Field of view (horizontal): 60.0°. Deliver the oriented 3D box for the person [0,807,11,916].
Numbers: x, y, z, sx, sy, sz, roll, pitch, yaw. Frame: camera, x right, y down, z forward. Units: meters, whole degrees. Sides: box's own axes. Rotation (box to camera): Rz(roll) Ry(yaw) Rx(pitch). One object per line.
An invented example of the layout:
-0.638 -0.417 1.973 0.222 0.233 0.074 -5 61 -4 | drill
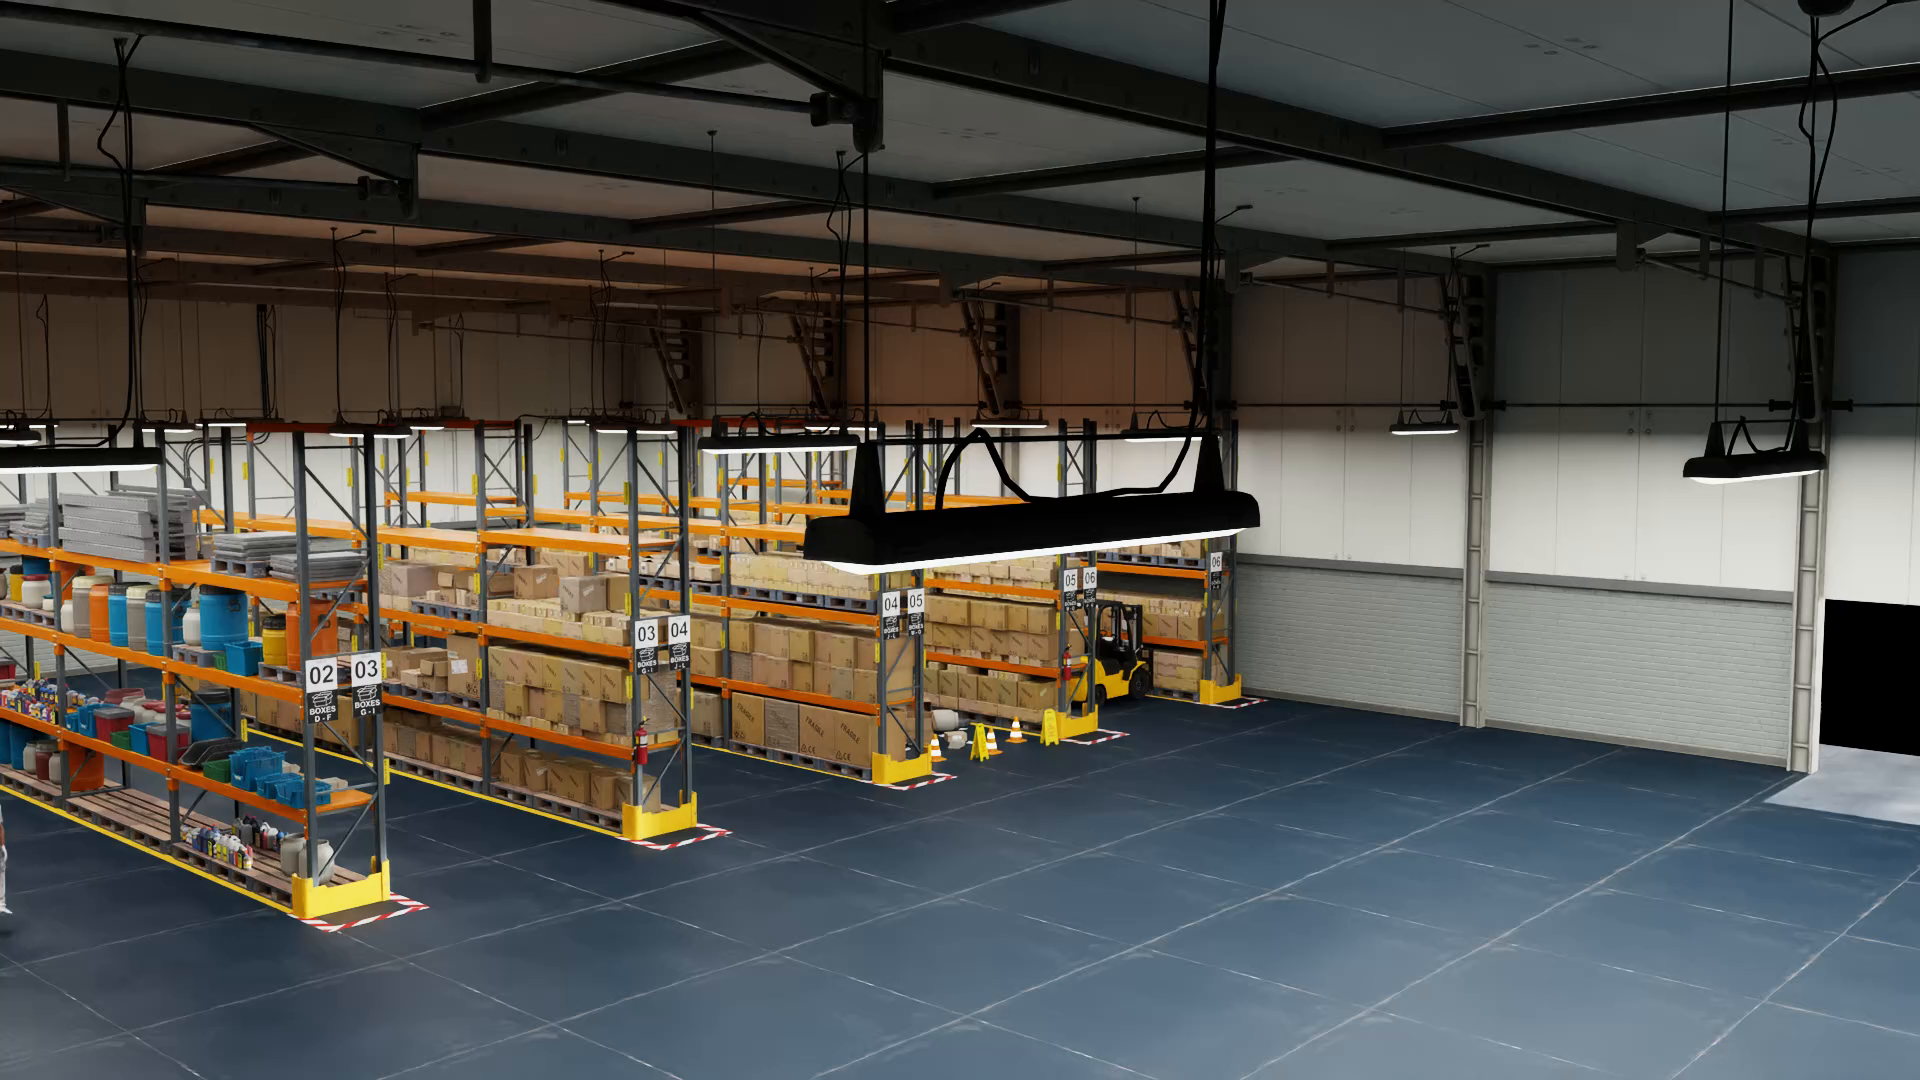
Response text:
-11.900 3.776 20.225 0.558 1.764 0.497 -3 6 -34 | person
